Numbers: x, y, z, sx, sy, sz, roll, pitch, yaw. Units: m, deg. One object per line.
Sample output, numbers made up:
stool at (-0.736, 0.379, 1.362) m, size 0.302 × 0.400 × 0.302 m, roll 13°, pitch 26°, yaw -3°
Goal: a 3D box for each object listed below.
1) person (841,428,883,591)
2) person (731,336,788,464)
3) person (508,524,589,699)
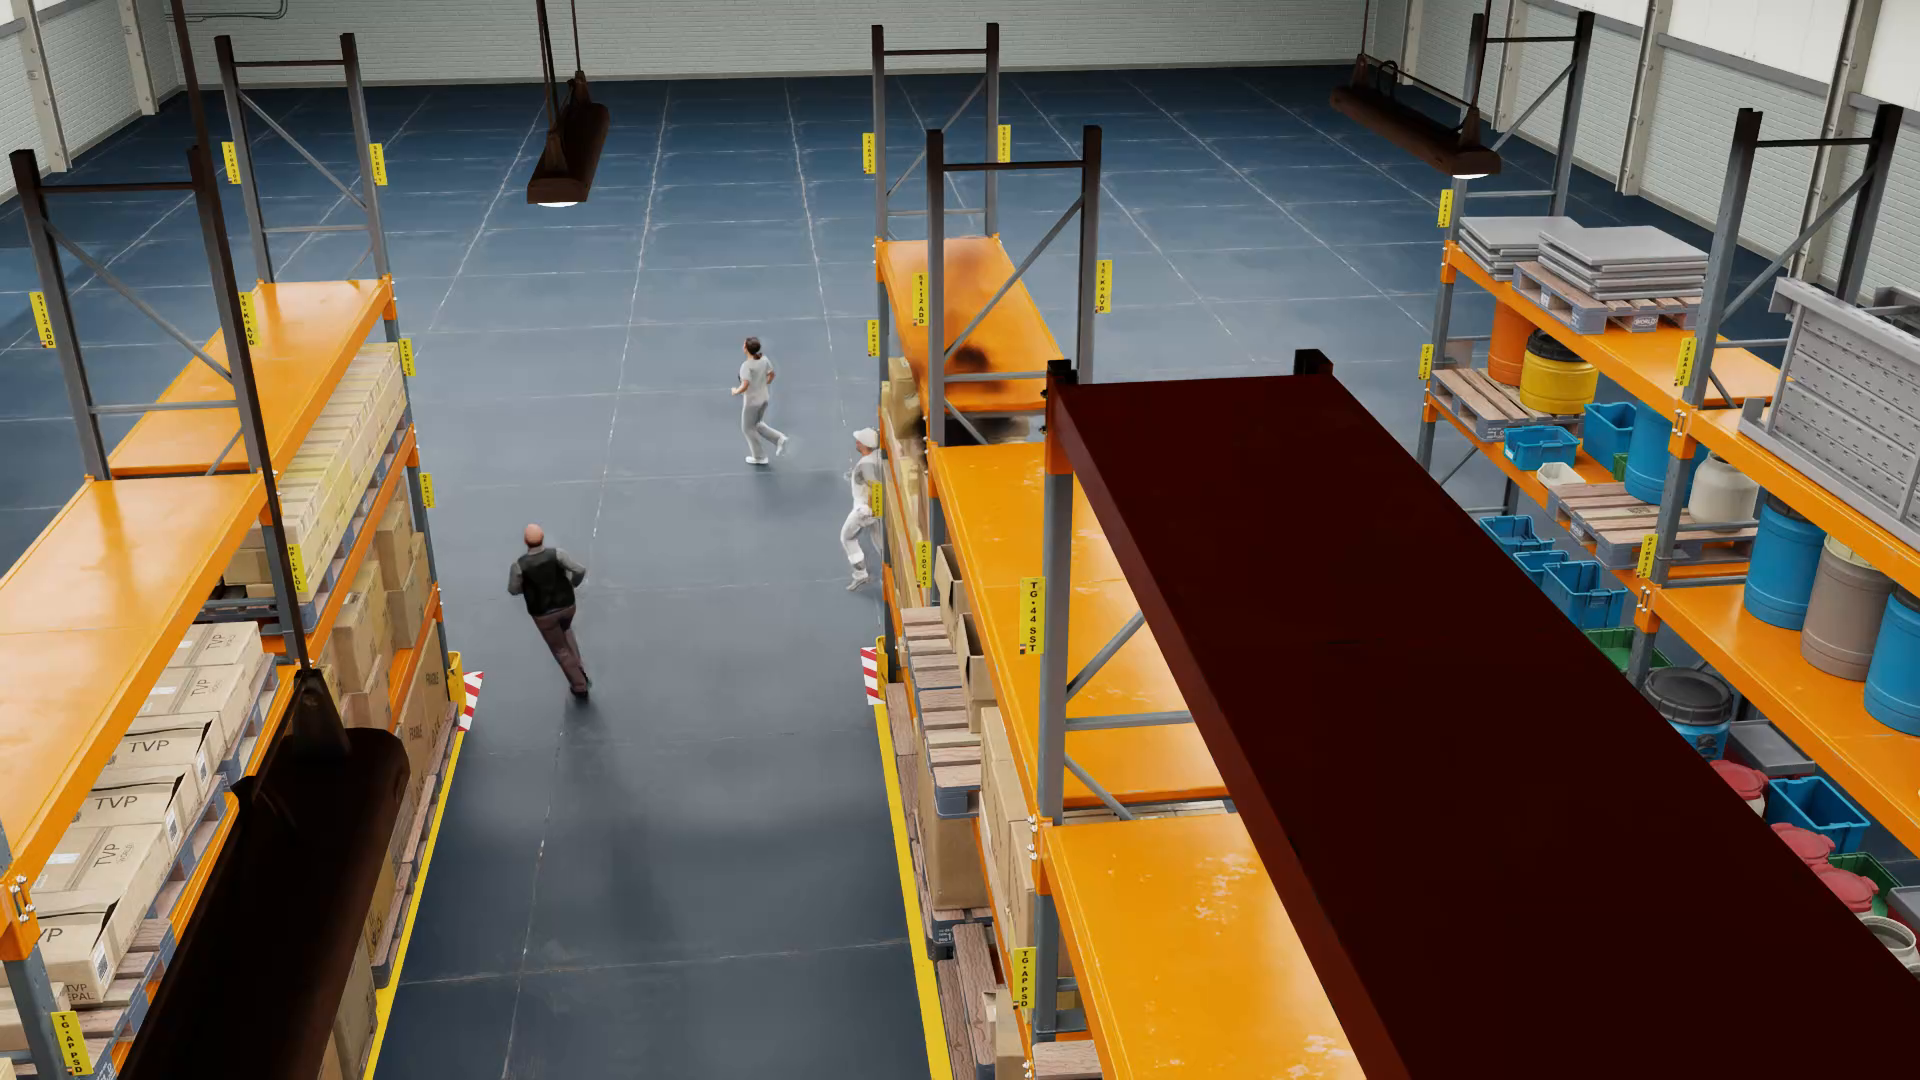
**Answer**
person at (-0.922, -0.294, 17.059) m, size 0.764 × 1.826 × 0.641 m, roll 15°, pitch 29°, yaw 29°
person at (-2.451, -1.663, 20.121) m, size 0.609 × 1.639 × 0.561 m, roll 14°, pitch 29°, yaw 27°
person at (-3.720, 0.672, 15.159) m, size 0.561 × 1.752 × 0.661 m, roll -16°, pitch 30°, yaw -31°
